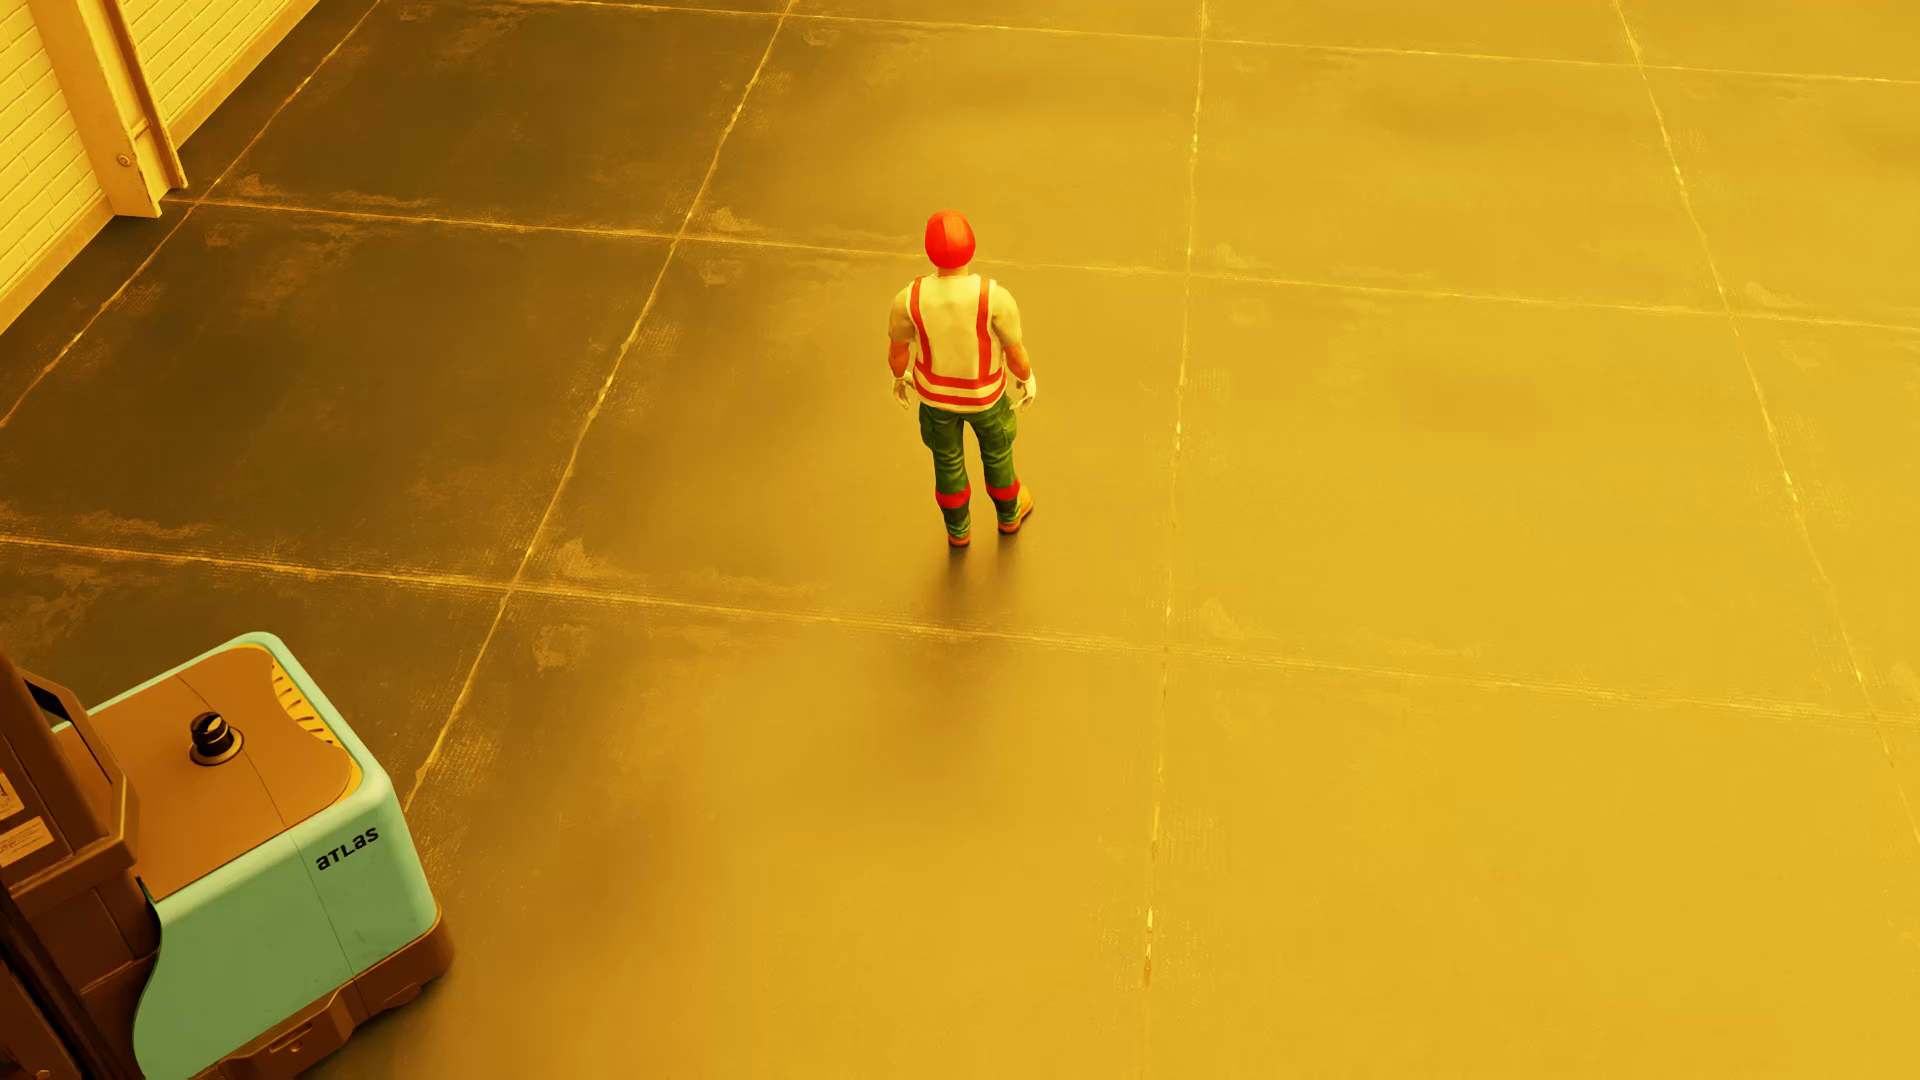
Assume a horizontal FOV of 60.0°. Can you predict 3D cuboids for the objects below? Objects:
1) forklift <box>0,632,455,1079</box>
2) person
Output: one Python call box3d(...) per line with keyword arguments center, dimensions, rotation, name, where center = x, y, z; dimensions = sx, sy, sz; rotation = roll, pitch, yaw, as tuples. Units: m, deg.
box3d(center=(-3.304, 0.916, 4.727), dimensions=(3.031, 2.935, 1.130), rotation=(-31, 51, -29), name="forklift")
box3d(center=(0.021, -0.717, 7.339), dimensions=(0.638, 1.789, 0.562), rotation=(5, 43, 6), name="person")
